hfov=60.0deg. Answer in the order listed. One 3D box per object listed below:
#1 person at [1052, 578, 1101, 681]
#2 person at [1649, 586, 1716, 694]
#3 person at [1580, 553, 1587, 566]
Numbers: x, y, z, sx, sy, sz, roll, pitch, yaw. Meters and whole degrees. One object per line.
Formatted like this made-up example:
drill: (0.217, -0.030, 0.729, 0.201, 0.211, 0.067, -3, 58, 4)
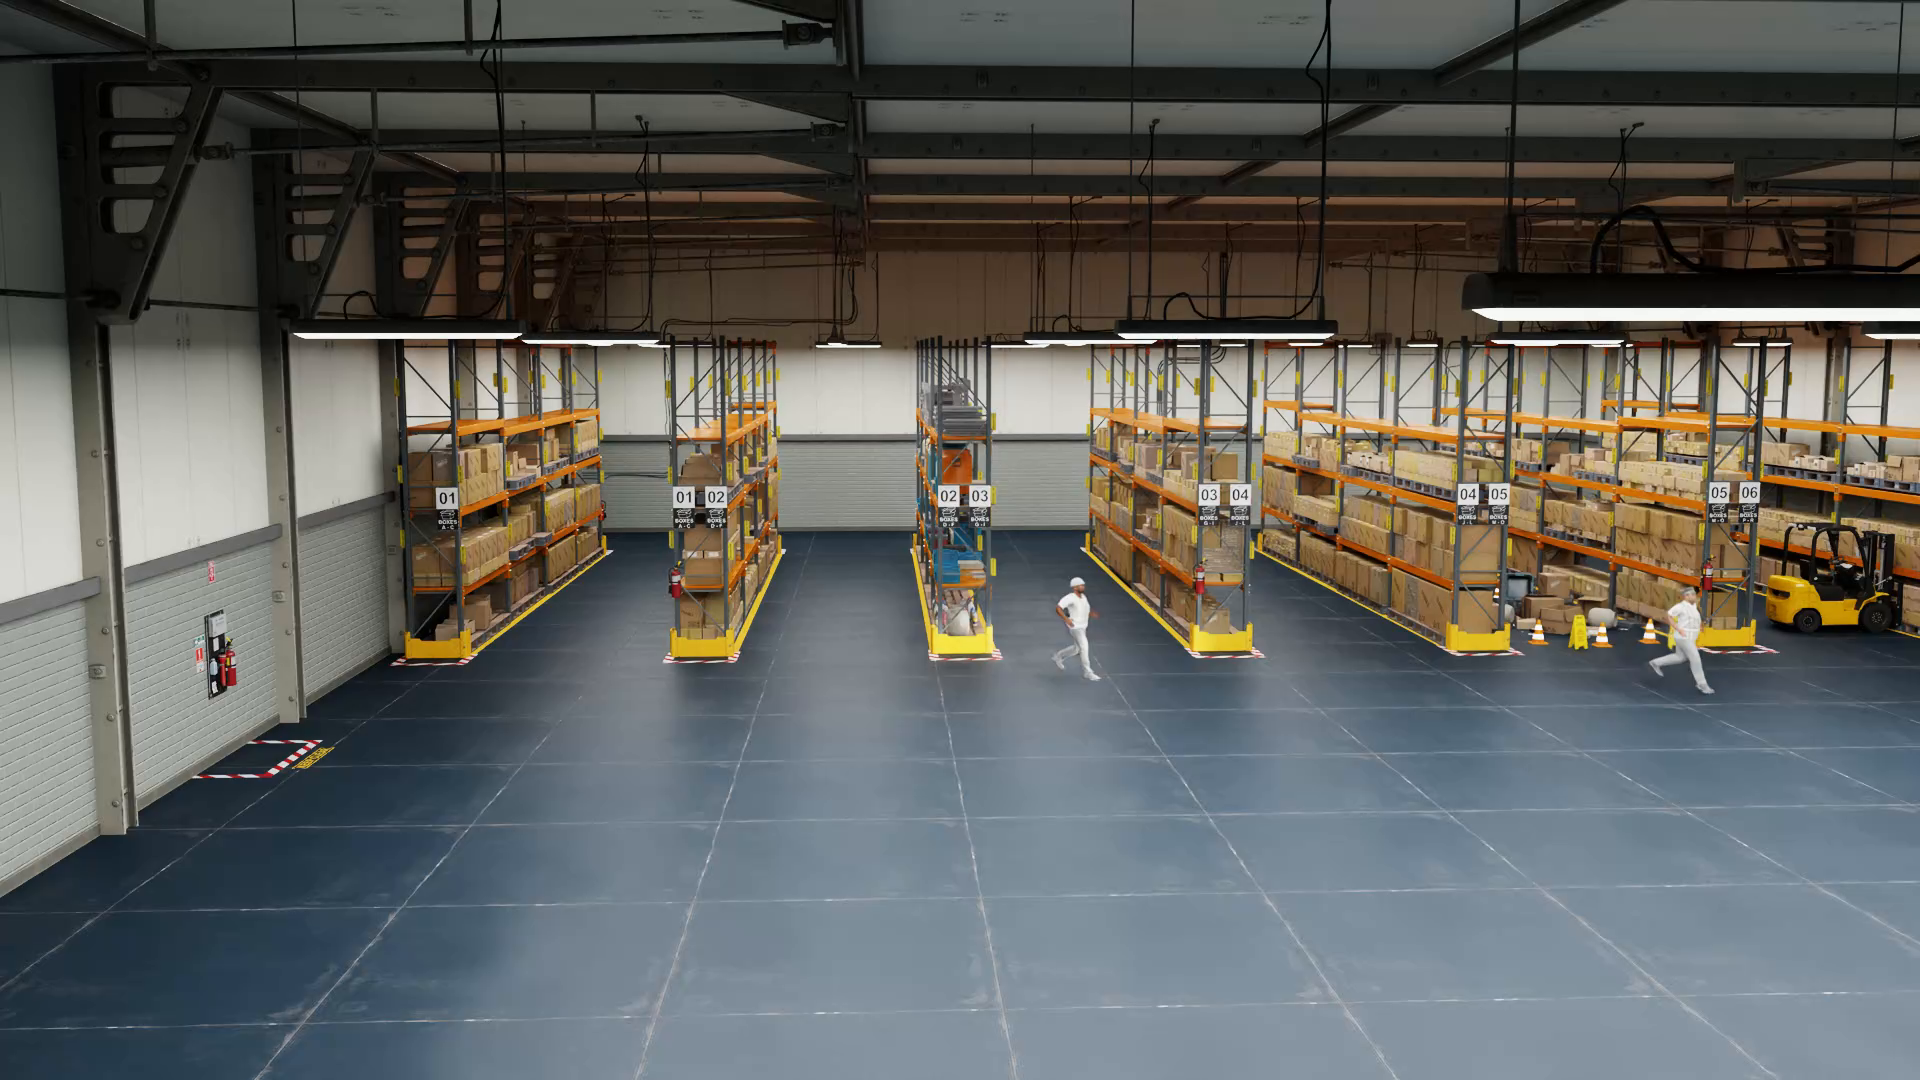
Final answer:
person: (2.042, 1.539, 29.133, 0.971, 1.774, 0.700, 4, 7, 29)
person: (12.303, 1.658, 28.241, 1.142, 1.798, 0.630, 5, 8, 37)
person: (15.852, 0.097, 42.193, 0.670, 1.697, 0.617, 0, 6, -2)
